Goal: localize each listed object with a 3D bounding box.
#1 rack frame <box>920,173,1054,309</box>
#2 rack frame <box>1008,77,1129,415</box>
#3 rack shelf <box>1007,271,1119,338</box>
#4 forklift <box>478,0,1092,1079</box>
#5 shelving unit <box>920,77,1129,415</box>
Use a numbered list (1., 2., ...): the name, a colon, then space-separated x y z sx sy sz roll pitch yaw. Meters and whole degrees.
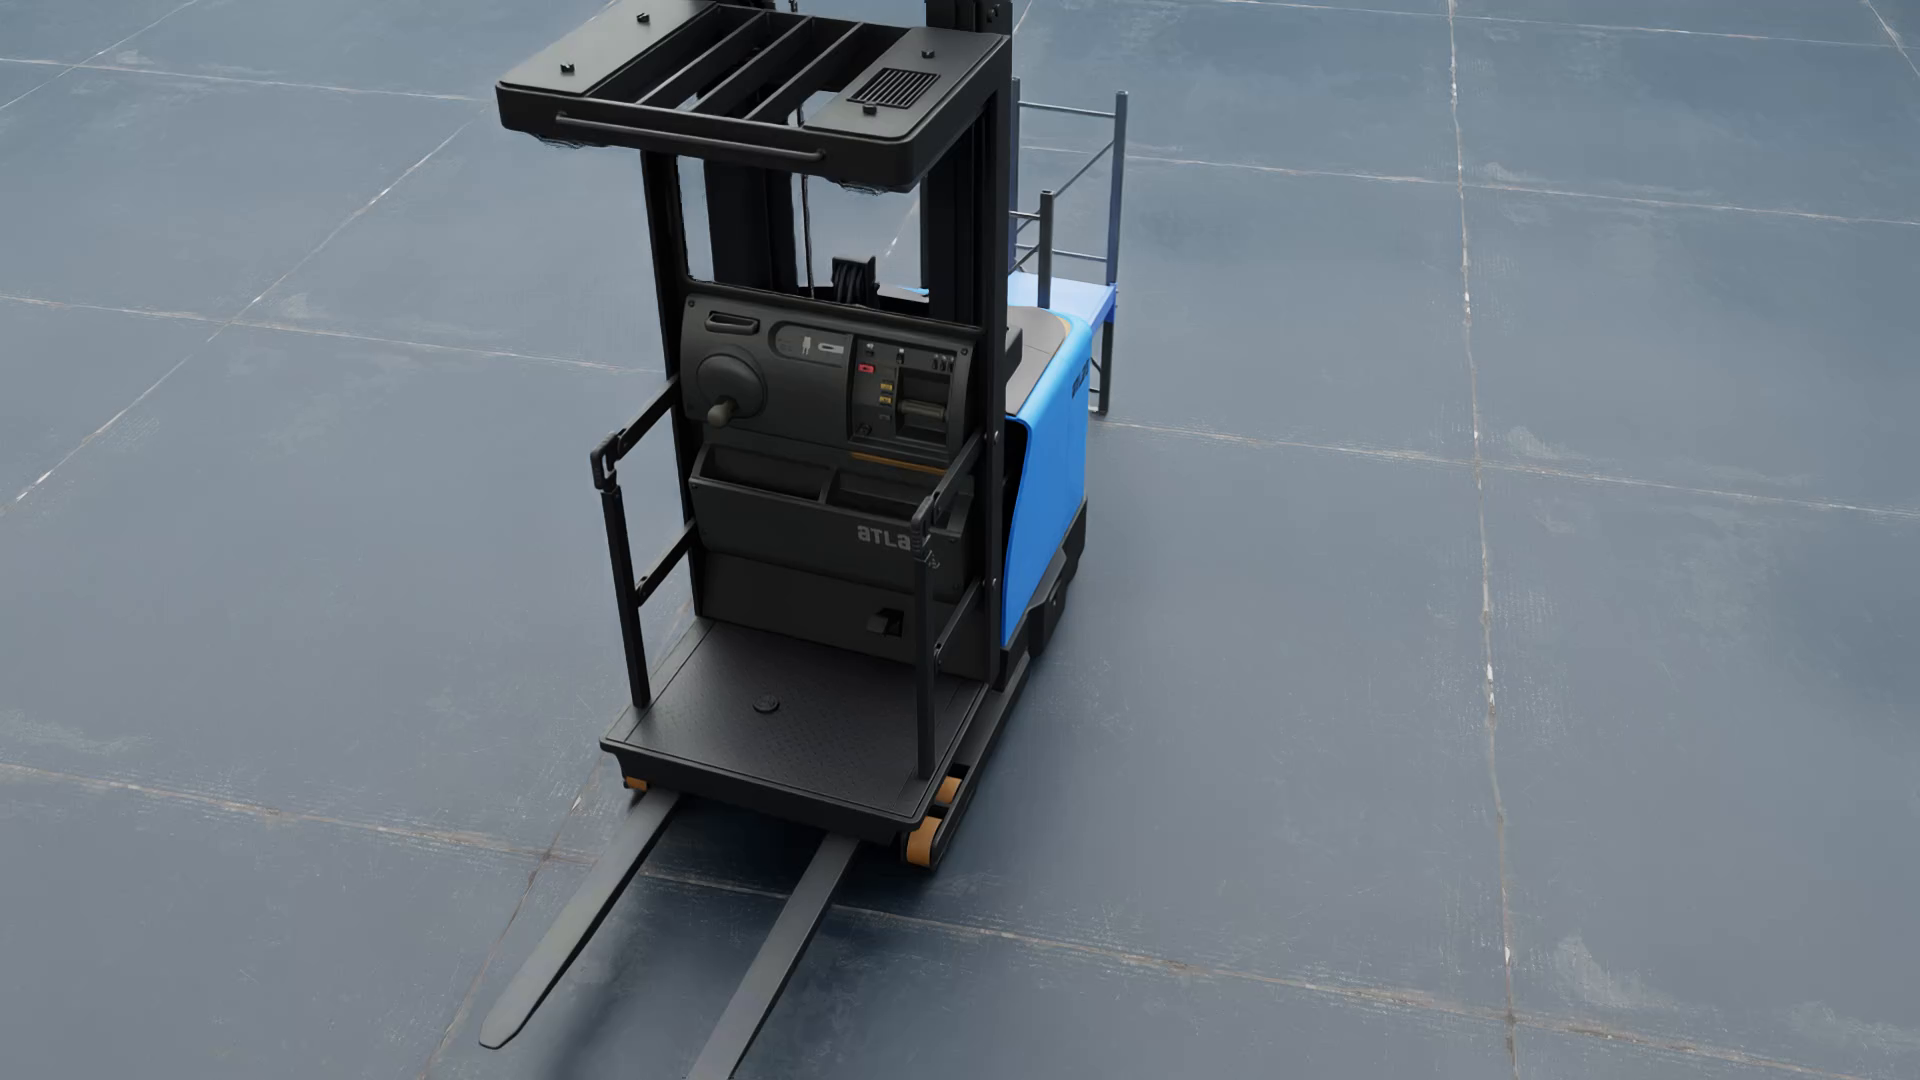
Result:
1. rack frame: 0.095 -0.671 6.398 0.500 1.500 0.032 12 38 16
2. rack frame: 0.437 -1.233 7.173 0.500 1.500 0.032 12 38 16
3. rack shelf: 0.266 -0.806 6.891 0.538 0.185 1.000 12 38 16
4. forklift: -0.480 -0.417 4.827 1.130 2.935 3.031 12 38 16
5. shelving unit: 0.266 -0.952 6.786 0.538 1.500 1.048 12 38 16
